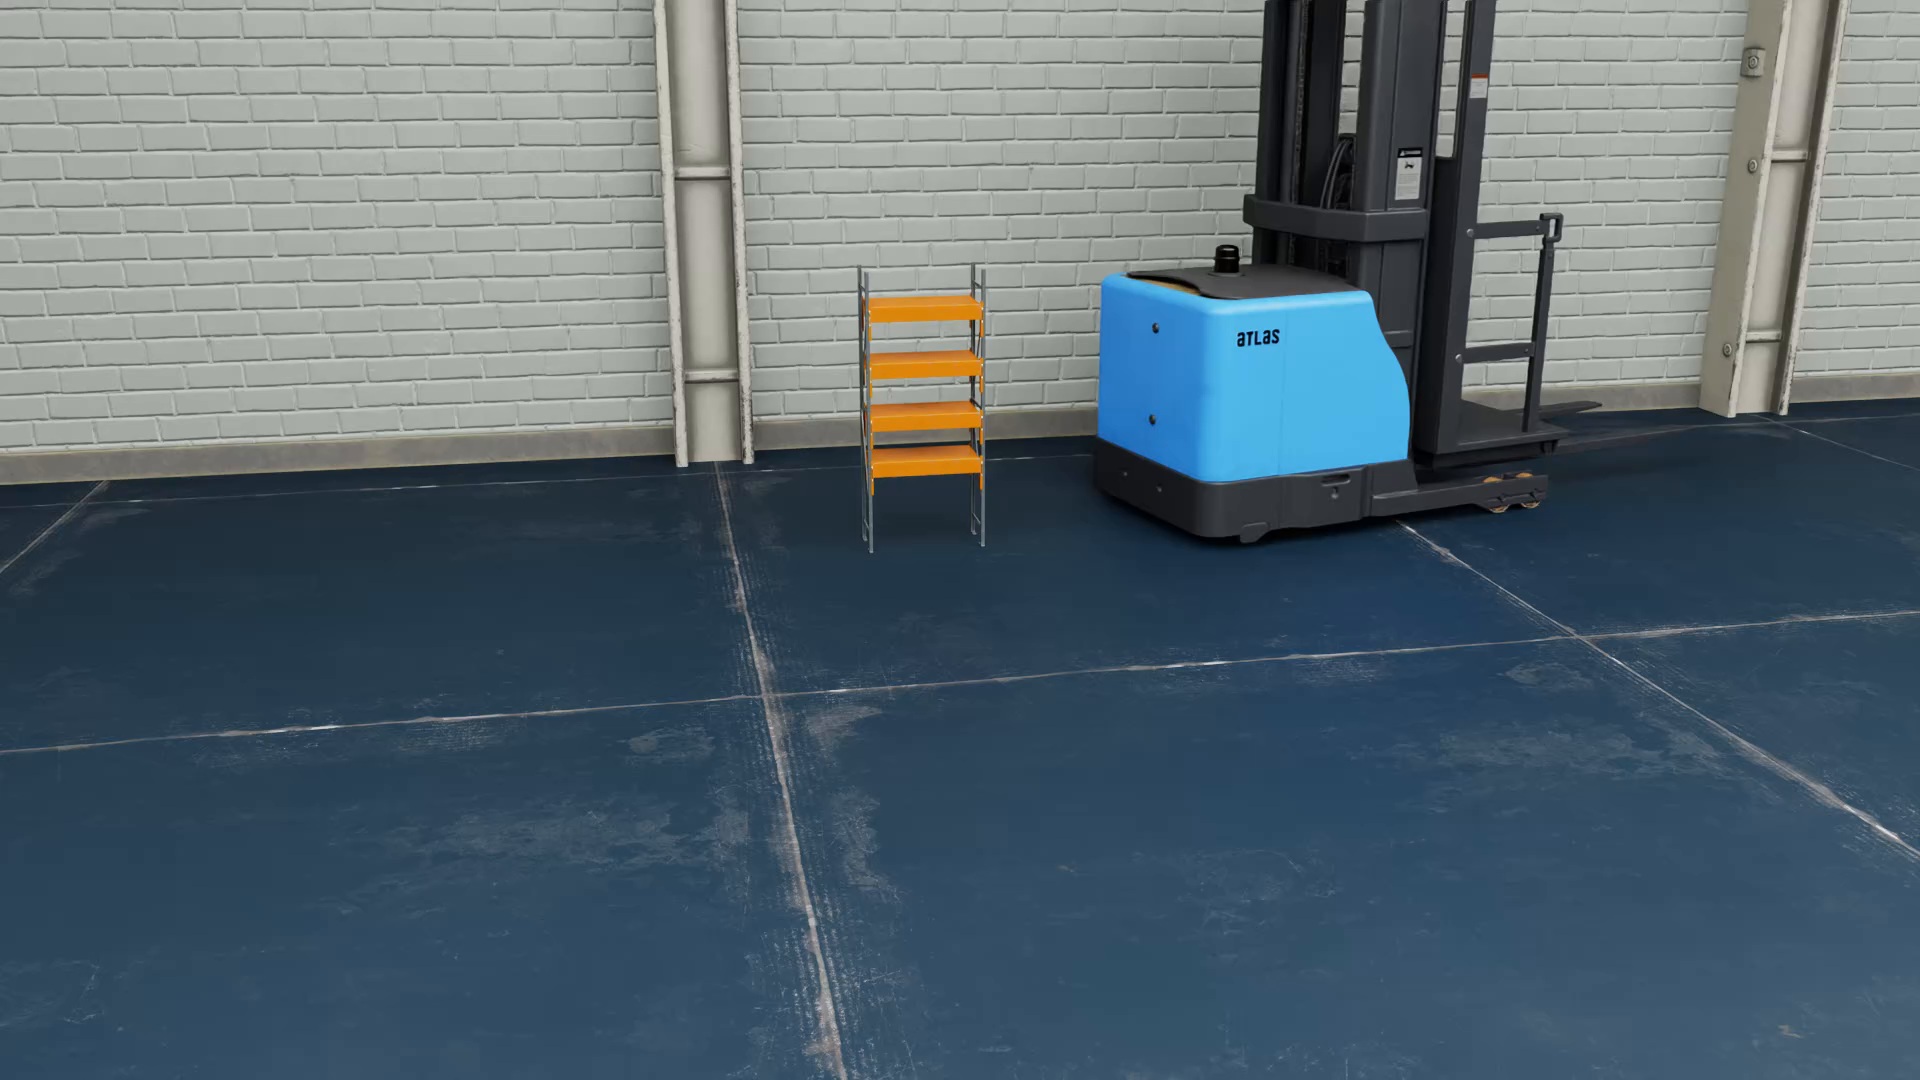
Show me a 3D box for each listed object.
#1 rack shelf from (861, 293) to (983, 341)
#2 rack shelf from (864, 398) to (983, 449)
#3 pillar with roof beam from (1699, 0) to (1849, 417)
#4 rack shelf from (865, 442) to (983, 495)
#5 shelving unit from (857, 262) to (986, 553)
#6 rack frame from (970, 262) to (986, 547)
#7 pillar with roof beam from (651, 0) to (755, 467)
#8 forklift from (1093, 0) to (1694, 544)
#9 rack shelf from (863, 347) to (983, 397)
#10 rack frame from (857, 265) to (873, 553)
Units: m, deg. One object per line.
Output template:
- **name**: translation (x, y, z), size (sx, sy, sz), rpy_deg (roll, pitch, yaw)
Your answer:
- **rack shelf**: translation (-0.163, -0.940, 6.990), size (0.480, 0.148, 0.258), rpy_deg (-3, 17, -10)
- **rack shelf**: translation (-0.163, -0.500, 7.125), size (0.480, 0.148, 0.258), rpy_deg (-3, 17, -10)
- **pillar with roof beam**: translation (5.420, -3.825, 4.438), size (0.400, 9.000, 9.100), rpy_deg (-3, 17, -10)
- **rack shelf**: translation (-0.163, -0.310, 7.184), size (0.480, 0.148, 0.258), rpy_deg (-3, 17, -10)
- **shelving unit**: translation (-0.163, -0.564, 7.106), size (0.503, 1.200, 0.258), rpy_deg (-3, 17, -10)
- **rack frame**: translation (0.077, -0.578, 7.150), size (0.015, 1.200, 0.240), rpy_deg (-3, 17, -10)
- **pillar with roof beam**: translation (-0.471, -3.491, 3.350), size (0.400, 9.000, 9.100), rpy_deg (-3, 17, -10)
- **forklift**: translation (2.194, -1.657, 7.715), size (3.031, 2.935, 1.130), rpy_deg (-8, 19, -24)
- **rack shelf**: translation (-0.163, -0.714, 7.060), size (0.480, 0.148, 0.258), rpy_deg (-3, 17, -10)
- **rack frame**: translation (-0.402, -0.551, 7.061), size (0.015, 1.200, 0.240), rpy_deg (-3, 17, -10)
